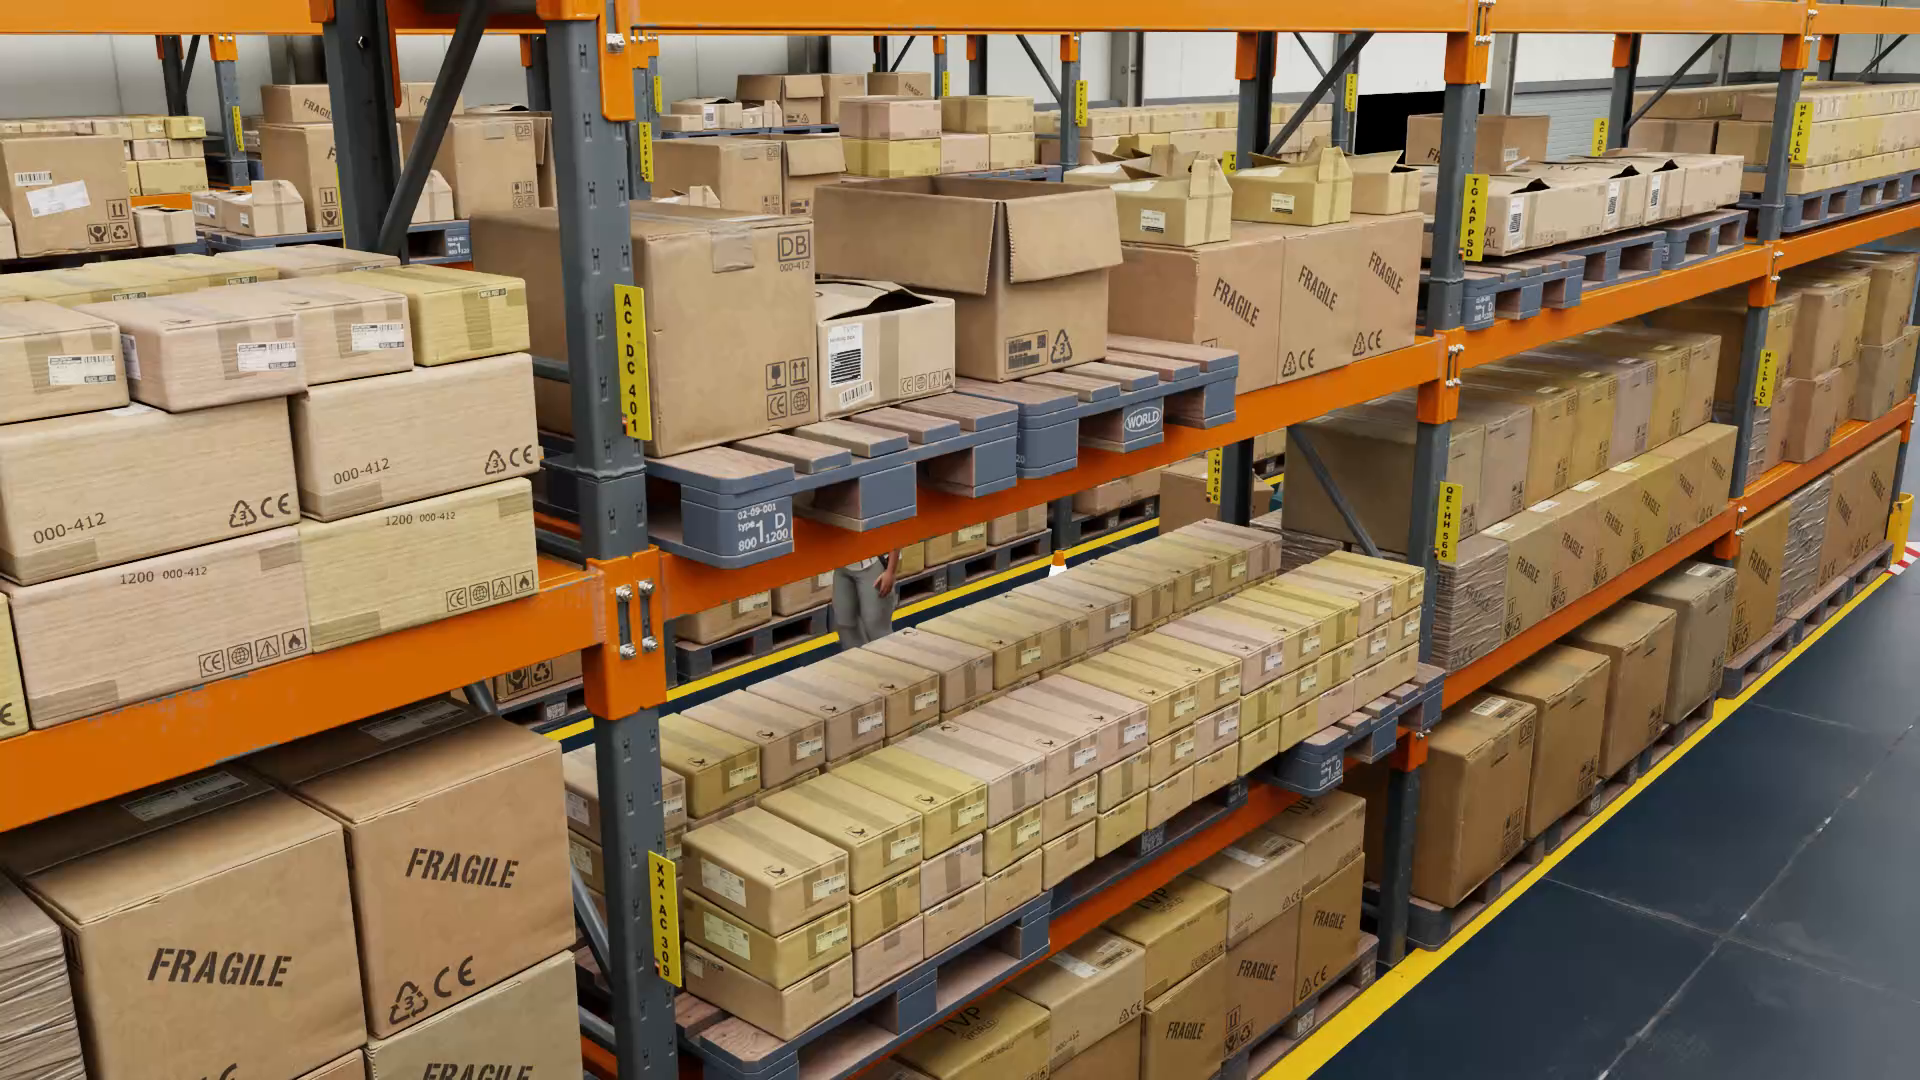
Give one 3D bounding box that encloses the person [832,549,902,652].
[{"bbox_3d":[-0.567,0.149,10.060,0.529,1.742,0.392,15,22,41],"label":"person"}]
